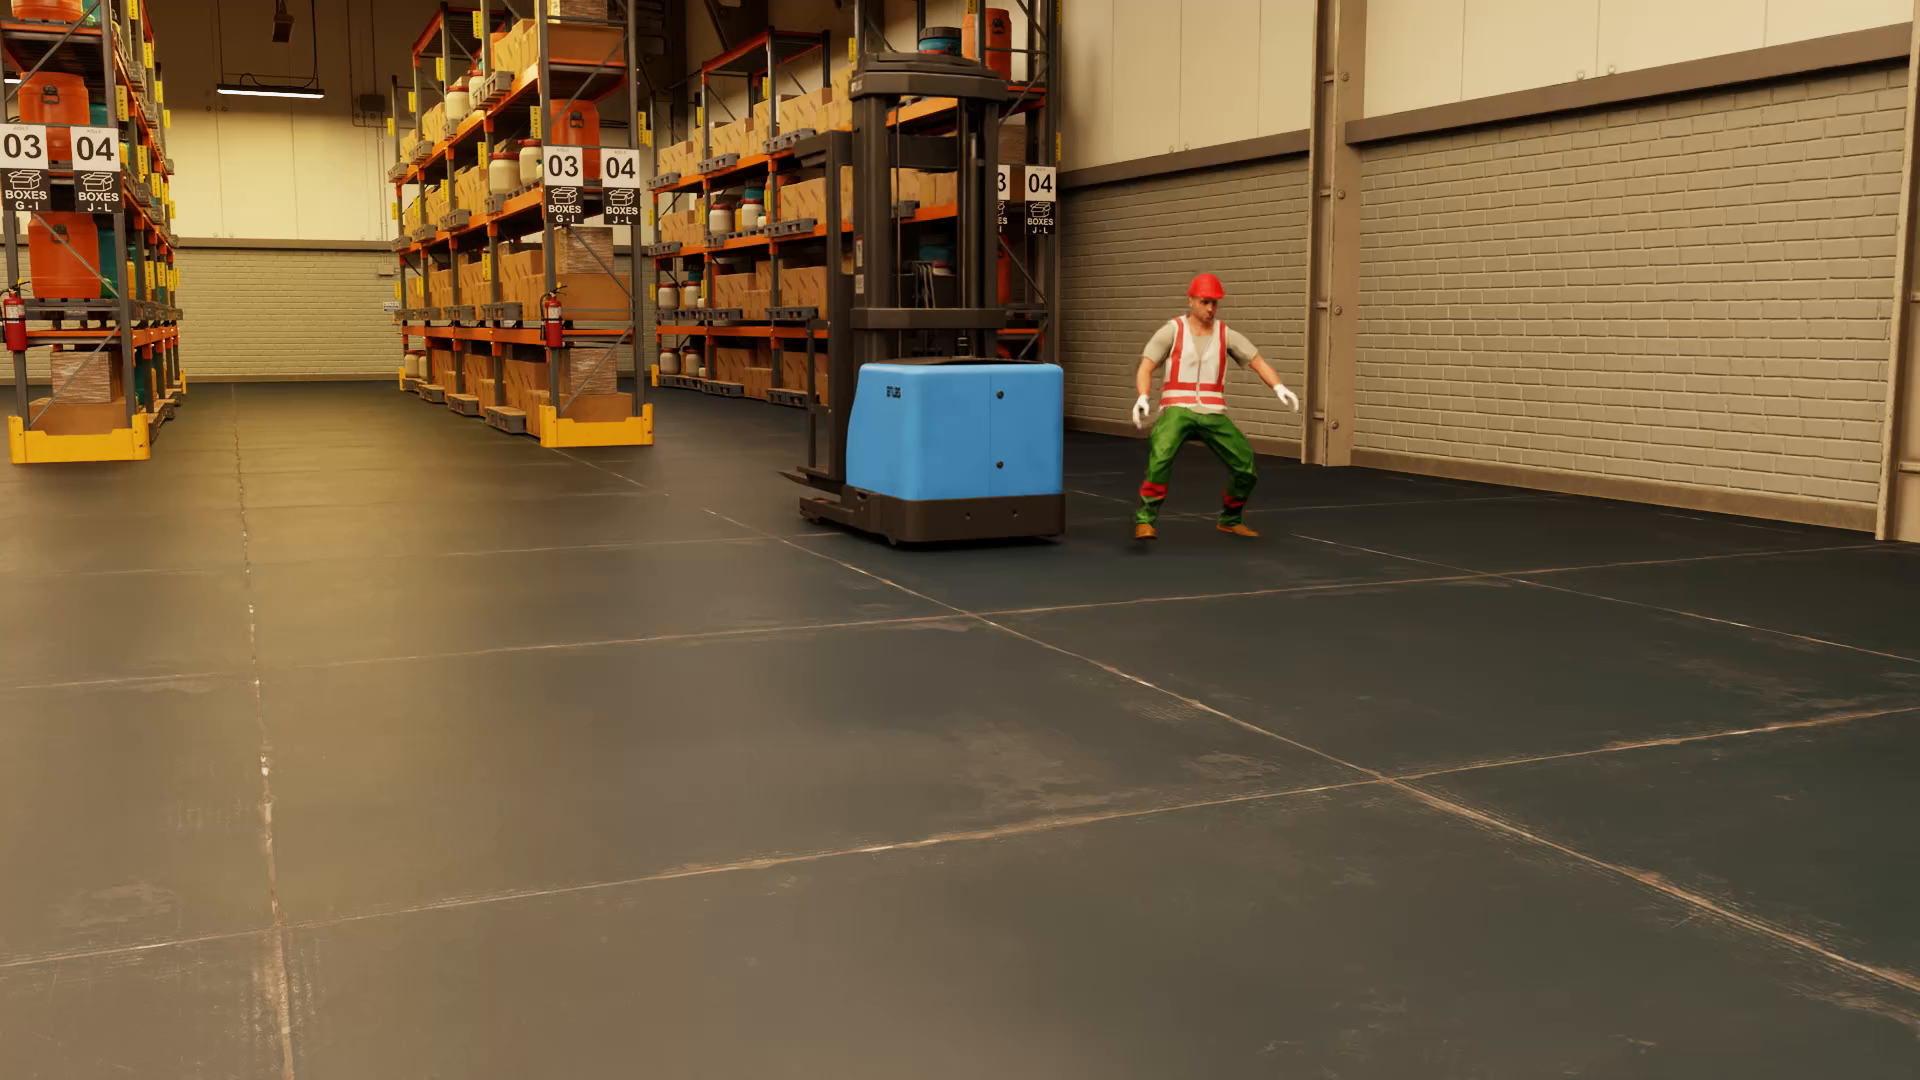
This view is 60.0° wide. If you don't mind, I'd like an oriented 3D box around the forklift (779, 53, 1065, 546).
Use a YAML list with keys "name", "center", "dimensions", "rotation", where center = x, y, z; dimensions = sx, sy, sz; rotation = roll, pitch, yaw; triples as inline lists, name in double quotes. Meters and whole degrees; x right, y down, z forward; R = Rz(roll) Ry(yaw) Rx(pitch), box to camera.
- name: "forklift"
  center: [-0.423, -1.574, 10.878]
  dimensions: [1.130, 2.935, 3.031]
  rotation: [-3, 8, -23]

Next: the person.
- name: "person"
  center: [1.493, -0.783, 10.050]
  dimensions: [1.009, 1.636, 0.833]
  rotation: [-1, 8, -7]
